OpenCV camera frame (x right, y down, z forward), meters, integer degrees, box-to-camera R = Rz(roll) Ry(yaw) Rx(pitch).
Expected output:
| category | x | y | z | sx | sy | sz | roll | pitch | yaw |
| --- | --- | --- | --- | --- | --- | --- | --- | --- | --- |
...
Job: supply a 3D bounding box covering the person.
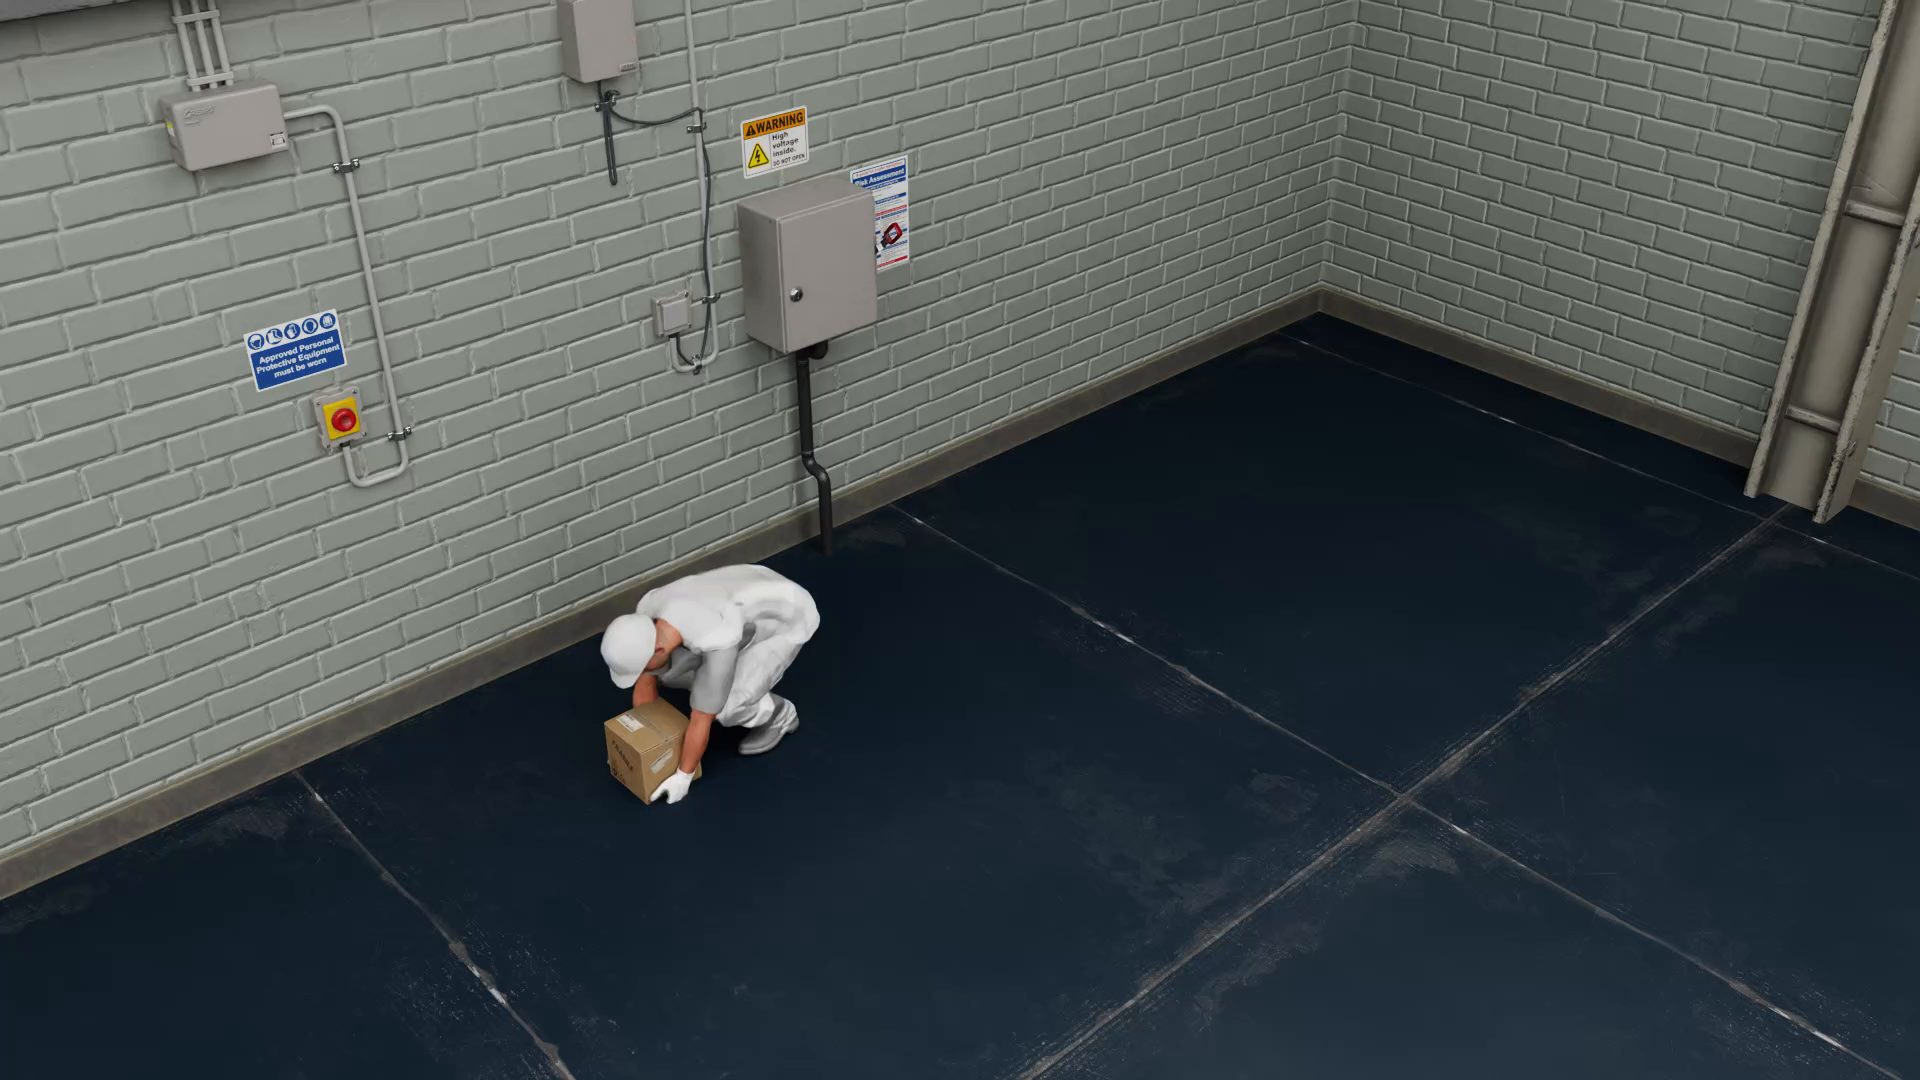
| category | x | y | z | sx | sy | sz | roll | pitch | yaw |
| --- | --- | --- | --- | --- | --- | --- | --- | --- | --- |
| person | -0.951 | 0.497 | 6.340 | 0.931 | 0.861 | 0.543 | -27 | 40 | -36 |
